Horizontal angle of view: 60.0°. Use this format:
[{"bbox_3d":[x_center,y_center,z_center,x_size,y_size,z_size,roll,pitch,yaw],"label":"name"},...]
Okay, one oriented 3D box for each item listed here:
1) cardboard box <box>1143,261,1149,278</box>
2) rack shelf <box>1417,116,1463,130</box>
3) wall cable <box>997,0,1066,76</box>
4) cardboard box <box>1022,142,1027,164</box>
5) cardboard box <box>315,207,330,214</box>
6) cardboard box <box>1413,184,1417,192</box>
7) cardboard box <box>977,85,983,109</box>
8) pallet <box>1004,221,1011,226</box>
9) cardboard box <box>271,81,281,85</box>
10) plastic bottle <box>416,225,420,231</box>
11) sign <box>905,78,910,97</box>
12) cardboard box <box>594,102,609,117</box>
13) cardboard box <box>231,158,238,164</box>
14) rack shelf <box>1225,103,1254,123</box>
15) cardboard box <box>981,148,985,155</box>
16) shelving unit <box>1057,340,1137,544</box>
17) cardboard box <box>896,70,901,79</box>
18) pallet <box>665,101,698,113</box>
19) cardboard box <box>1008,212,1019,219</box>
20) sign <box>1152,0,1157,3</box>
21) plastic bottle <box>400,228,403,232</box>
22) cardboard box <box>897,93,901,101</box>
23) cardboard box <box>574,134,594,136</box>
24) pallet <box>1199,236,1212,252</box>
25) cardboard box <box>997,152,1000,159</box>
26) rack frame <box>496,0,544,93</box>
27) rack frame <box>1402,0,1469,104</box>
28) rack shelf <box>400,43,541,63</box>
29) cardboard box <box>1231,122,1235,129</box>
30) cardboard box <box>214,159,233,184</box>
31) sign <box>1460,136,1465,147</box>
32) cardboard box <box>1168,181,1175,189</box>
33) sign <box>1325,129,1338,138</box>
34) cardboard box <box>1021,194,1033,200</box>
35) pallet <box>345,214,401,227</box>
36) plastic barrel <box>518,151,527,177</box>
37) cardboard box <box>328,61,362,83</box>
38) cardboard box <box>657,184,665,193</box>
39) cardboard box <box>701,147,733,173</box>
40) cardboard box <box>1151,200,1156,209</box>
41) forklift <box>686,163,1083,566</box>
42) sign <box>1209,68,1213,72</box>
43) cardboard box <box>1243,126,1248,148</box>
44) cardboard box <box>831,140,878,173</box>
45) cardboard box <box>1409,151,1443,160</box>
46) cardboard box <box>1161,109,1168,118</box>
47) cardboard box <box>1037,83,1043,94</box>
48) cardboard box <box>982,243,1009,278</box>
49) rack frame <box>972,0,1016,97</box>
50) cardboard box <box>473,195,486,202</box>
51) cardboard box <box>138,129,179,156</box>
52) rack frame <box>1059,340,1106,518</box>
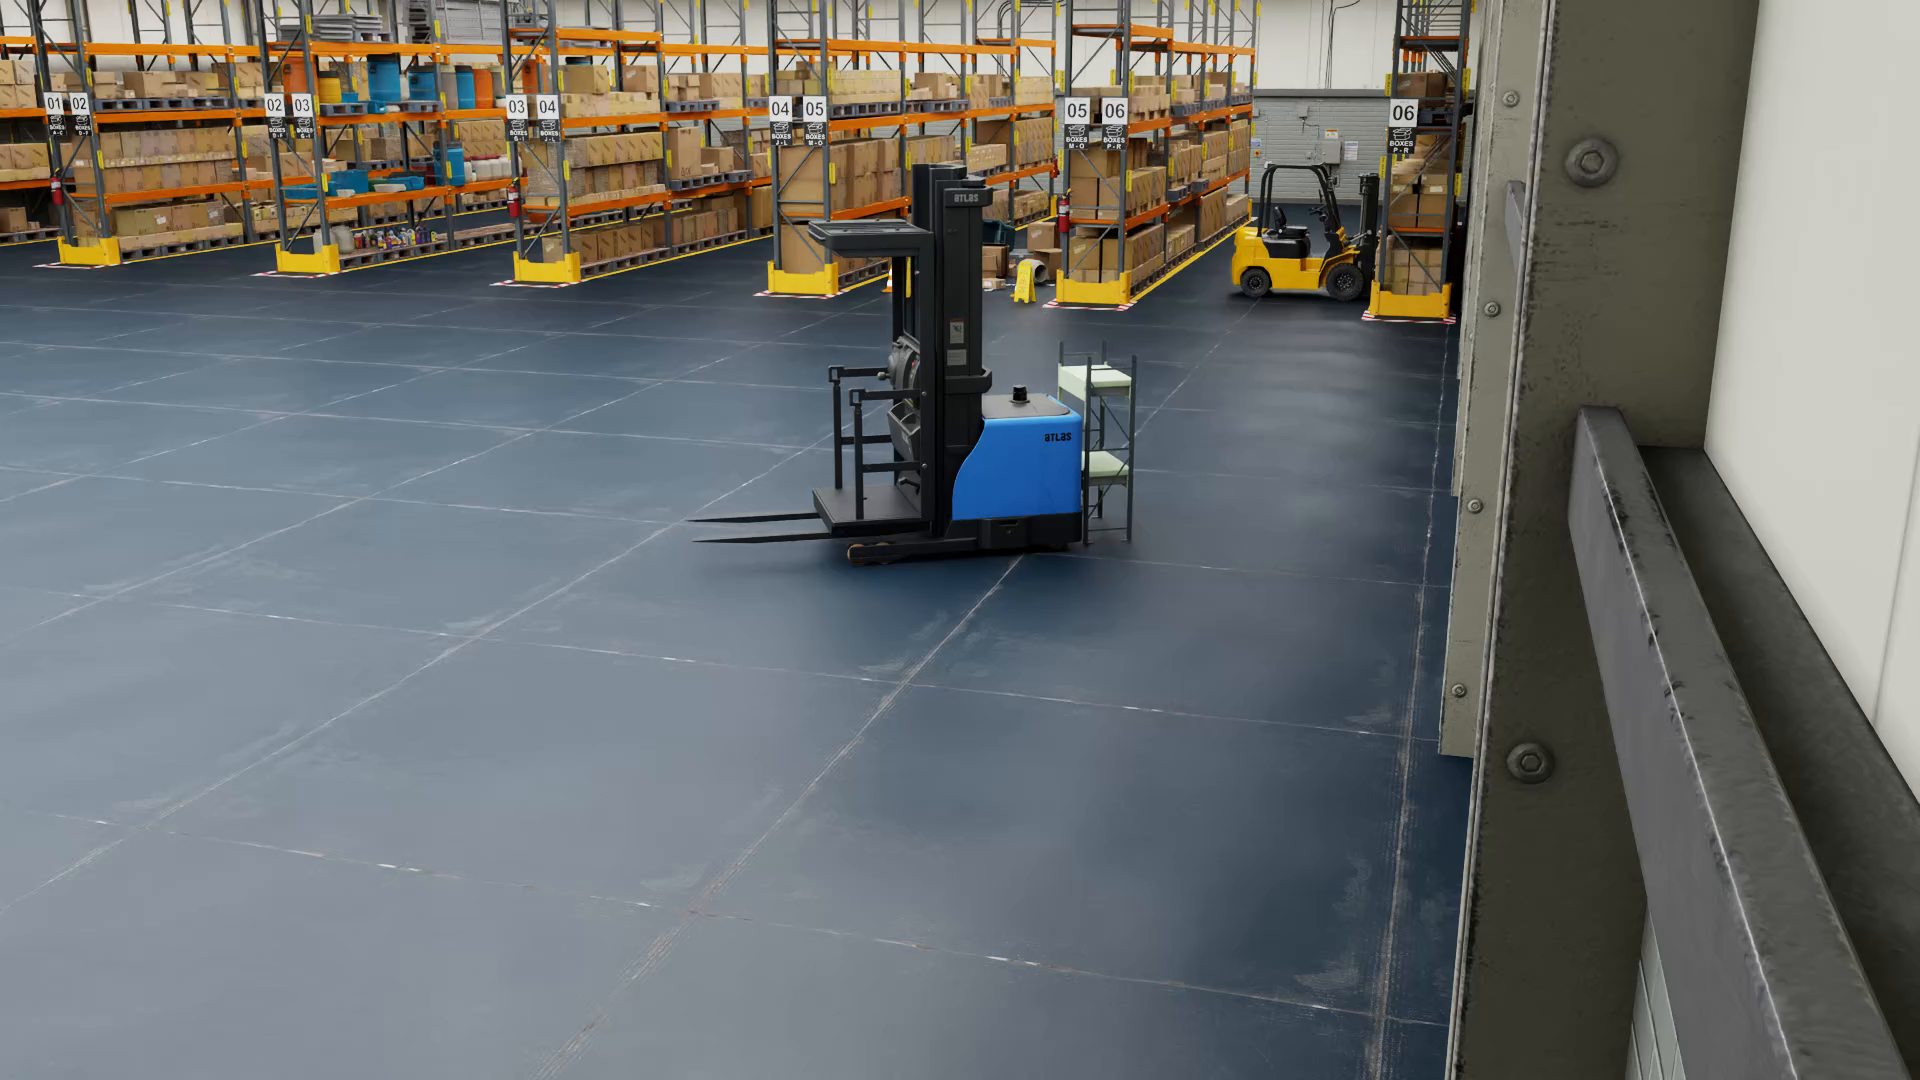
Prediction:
[{"bbox_3d":[2.924,-4.630,28.425,0.500,0.250,0.500,6,17,20],"label":"cardboard box"},{"bbox_3d":[8.600,-7.567,30.332,1.077,0.370,4.000,5,16,16],"label":"rack shelf"},{"bbox_3d":[2.091,-15.885,46.946,2.277,5.999,0.120,5,16,16],"label":"wall cable"},{"bbox_3d":[1.286,-9.212,39.584,0.500,0.500,0.500,5,16,16],"label":"cardboard box"},{"bbox_3d":[-14.791,-7.640,38.008,0.500,0.311,0.500,5,16,16],"label":"cardboard box"},{"bbox_3d":[6.901,-5.505,25.870,0.380,0.149,0.250,5,17,17],"label":"cardboard box"},{"bbox_3d":[0.186,-9.486,35.596,0.500,0.500,0.500,5,16,16],"label":"cardboard box"},{"bbox_3d":[0.550,-7.236,38.453,1.003,0.211,1.213,5,16,16],"label":"pallet"},{"bbox_3d":[-18.235,-12.163,44.539,0.500,0.250,0.500,5,17,16],"label":"cardboard box"},{"bbox_3d":[-11.024,-6.241,33.884,0.144,0.351,0.185,5,16,16],"label":"plastic bottle"},{"bbox_3d":[-0.971,-8.375,30.771,0.100,0.325,0.005,5,16,16],"label":"sign"},{"bbox_3d":[-6.697,-7.794,30.090,0.500,0.250,0.500,5,16,16],"label":"cardboard box"},{"bbox_3d":[-18.600,-9.657,42.304,0.380,0.149,0.250,5,17,16],"label":"cardboard box"},{"bbox_3d":[6.113,-10.044,39.065,1.077,0.370,4.000,5,16,16],"label":"rack shelf"},{"bbox_3d":[0.322,-8.552,36.584,0.380,0.149,0.250,5,17,18],"label":"cardboard box"},{"bbox_3d":[1.087,-0.802,13.409,0.431,1.500,0.755,-4,16,-13],"label":"shelving unit"},{"bbox_3d":[-1.302,-8.524,30.433,0.380,0.149,0.250,4,16,15],"label":"cardboard box"},{"bbox_3d":[-5.953,-8.605,33.018,1.213,0.211,1.003,5,16,16],"label":"pallet"},{"bbox_3d":[1.181,-7.682,39.371,0.380,0.149,0.250,4,16,13],"label":"cardboard box"},{"bbox_3d":[3.875,-10.831,33.023,0.100,0.325,0.005,5,16,16],"label":"sign"},{"bbox_3d":[-11.453,-6.244,34.018,0.061,0.283,0.133,5,16,16],"label":"plastic bottle"},{"bbox_3d":[-1.301,-8.140,30.543,0.380,0.149,0.250,5,16,16],"label":"cardboard box"},{"bbox_3d":[-7.017,-7.280,30.939,0.500,0.500,0.500,5,16,16],"label":"cardboard box"},{"bbox_3d":[4.704,-6.236,34.929,1.003,0.211,1.213,5,16,16],"label":"pallet"},{"bbox_3d":[0.699,-8.752,37.836,0.380,0.149,0.250,5,17,18],"label":"cardboard box"},{"bbox_3d":[-9.842,-11.416,37.087,1.000,3.000,0.127,5,16,16],"label":"rack frame"},{"bbox_3d":[8.031,-8.833,27.980,1.000,3.000,0.127,5,16,16],"label":"rack frame"},{"bbox_3d":[-10.411,-10.354,35.395,1.077,0.370,4.000,5,16,16],"label":"rack shelf"},{"bbox_3d":[6.102,-9.526,38.214,0.380,0.149,0.250,5,16,15],"label":"cardboard box"},{"bbox_3d":[-15.847,-7.800,35.149,0.700,0.500,0.500,4,16,14],"label":"cardboard box"},{"bbox_3d":[10.838,-8.555,35.871,0.100,0.325,0.005,5,16,16],"label":"sign"},{"bbox_3d":[3.731,-6.532,30.553,0.380,0.149,0.250,5,17,17],"label":"cardboard box"},{"bbox_3d":[10.240,-11.202,45.813,0.339,0.242,0.001,5,16,16],"label":"sign"},{"bbox_3d":[1.582,-8.450,40.987,0.380,0.149,0.250,4,16,14],"label":"cardboard box"},{"bbox_3d":[-14.342,-7.766,40.322,1.003,0.211,1.213,5,16,16],"label":"pallet"},{"bbox_3d":[-9.684,-8.450,37.376,0.600,0.536,0.708,5,16,16],"label":"plastic barrel"},{"bbox_3d":[-14.460,-11.001,39.104,0.500,0.500,0.500,5,16,16],"label":"cardboard box"},{"bbox_3d":[-6.010,-6.899,32.617,0.380,0.149,0.250,5,16,16],"label":"cardboard box"},{"bbox_3d":[-5.271,-8.098,35.429,0.700,0.500,0.500,7,17,24],"label":"cardboard box"},{"bbox_3d":[3.186,-5.836,28.869,0.380,0.149,0.250,4,16,15],"label":"cardboard box"},{"bbox_3d":[-0.614,-1.371,12.791,3.031,2.935,1.130,-4,16,-13],"label":"forklift"},{"bbox_3d":[6.151,-11.417,40.839,0.100,0.325,0.005,5,16,16],"label":"sign"},{"bbox_3d":[6.652,-9.716,40.071,0.500,0.500,0.500,5,16,16],"label":"cardboard box"},{"bbox_3d":[-1.971,-6.903,29.914,0.875,0.550,0.550,5,16,16],"label":"cardboard box"},{"bbox_3d":[9.454,-7.686,33.973,0.797,0.503,0.637,4,16,15],"label":"cardboard box"},{"bbox_3d":[3.474,-7.547,29.402,0.380,0.149,0.250,5,17,16],"label":"cardboard box"},{"bbox_3d":[1.727,-11.031,40.586,0.500,0.250,0.500,5,17,17],"label":"cardboard box"},{"bbox_3d":[0.464,-5.050,29.962,0.797,0.637,0.503,5,16,16],"label":"cardboard box"},{"bbox_3d":[0.770,-11.667,37.973,1.000,3.000,0.127,5,16,16],"label":"rack frame"},{"bbox_3d":[-12.891,-9.130,44.408,0.380,0.166,0.250,5,16,16],"label":"cardboard box"},{"bbox_3d":[-16.275,-8.030,33.583,0.700,0.500,0.500,5,16,16],"label":"cardboard box"},{"bbox_3d":[1.000,-0.899,13.751,0.400,1.500,0.023,-4,16,-13],"label":"rack frame"}]
